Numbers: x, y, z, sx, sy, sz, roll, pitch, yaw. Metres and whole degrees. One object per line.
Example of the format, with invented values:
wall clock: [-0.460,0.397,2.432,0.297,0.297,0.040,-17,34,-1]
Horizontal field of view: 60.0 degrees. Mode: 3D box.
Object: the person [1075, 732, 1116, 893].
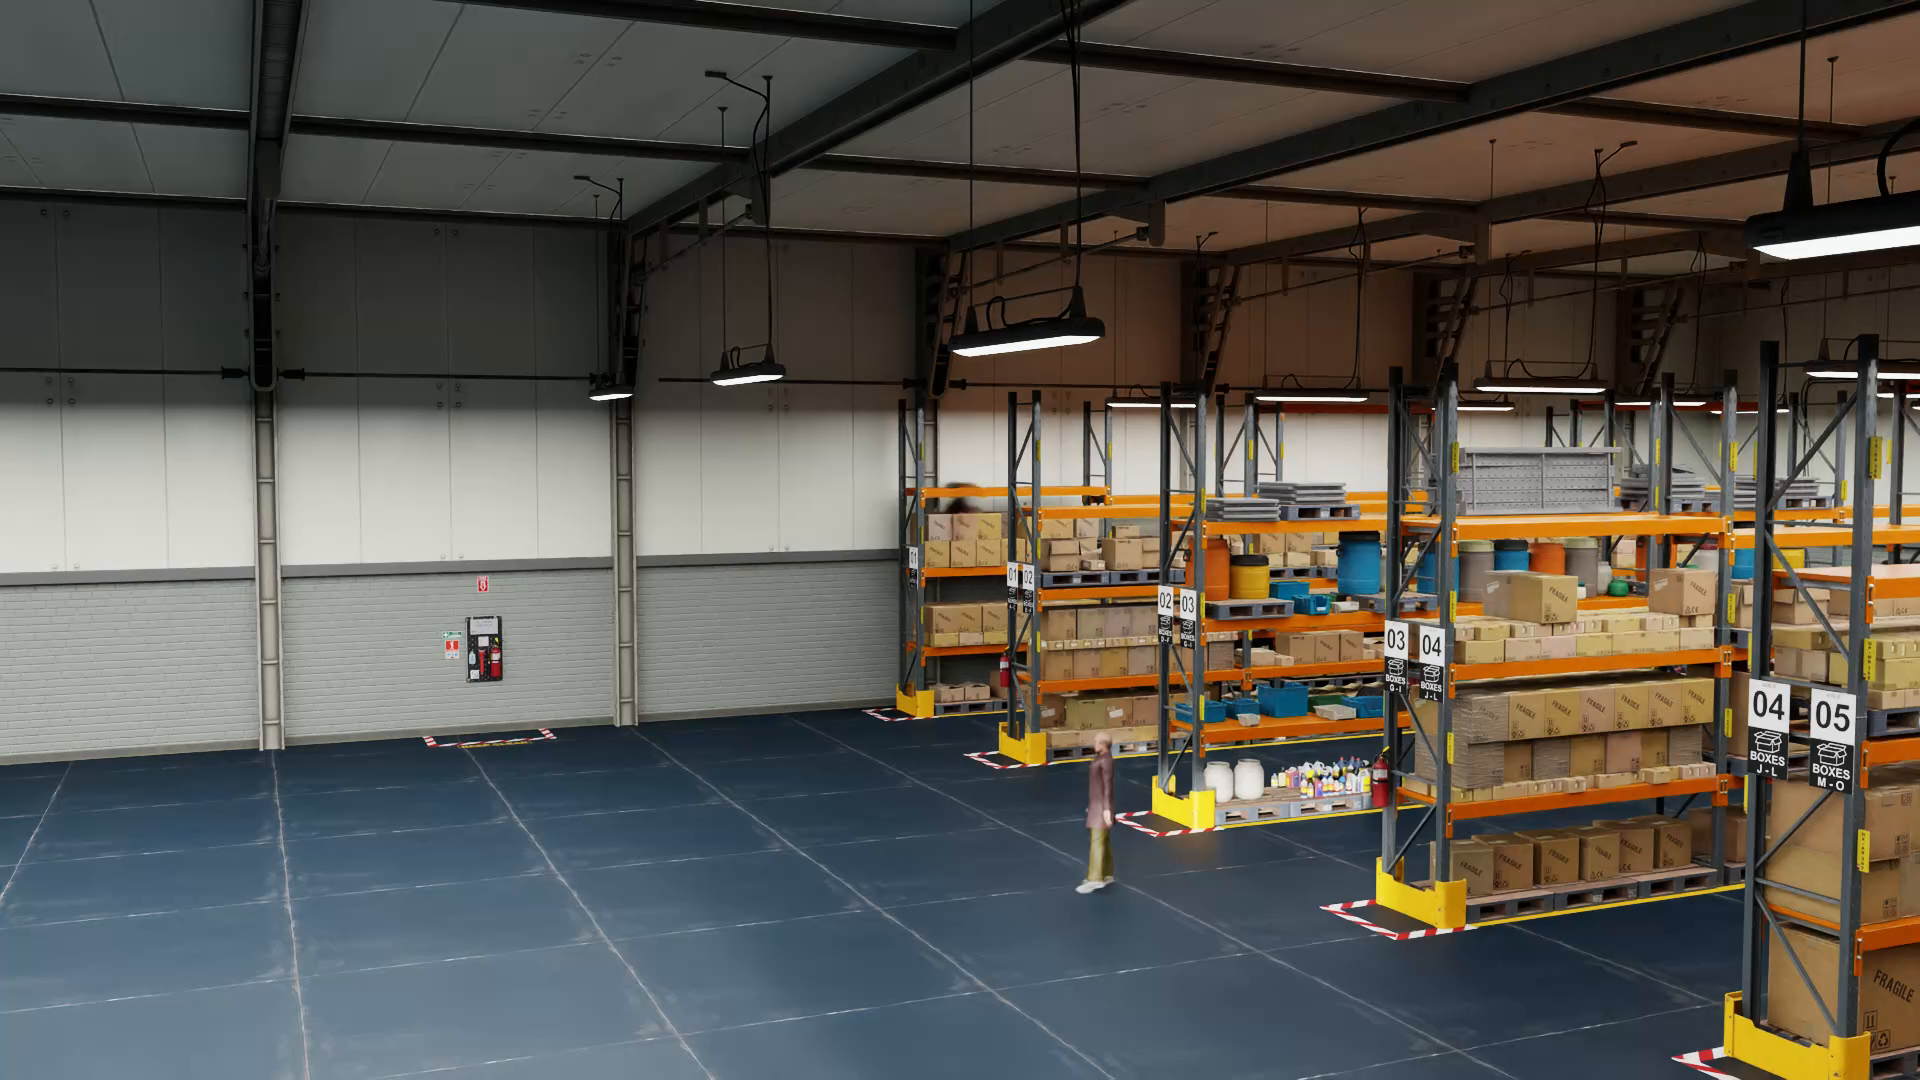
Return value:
person: [1.580,3.143,19.361,0.475,1.807,0.673,0,3,4]
